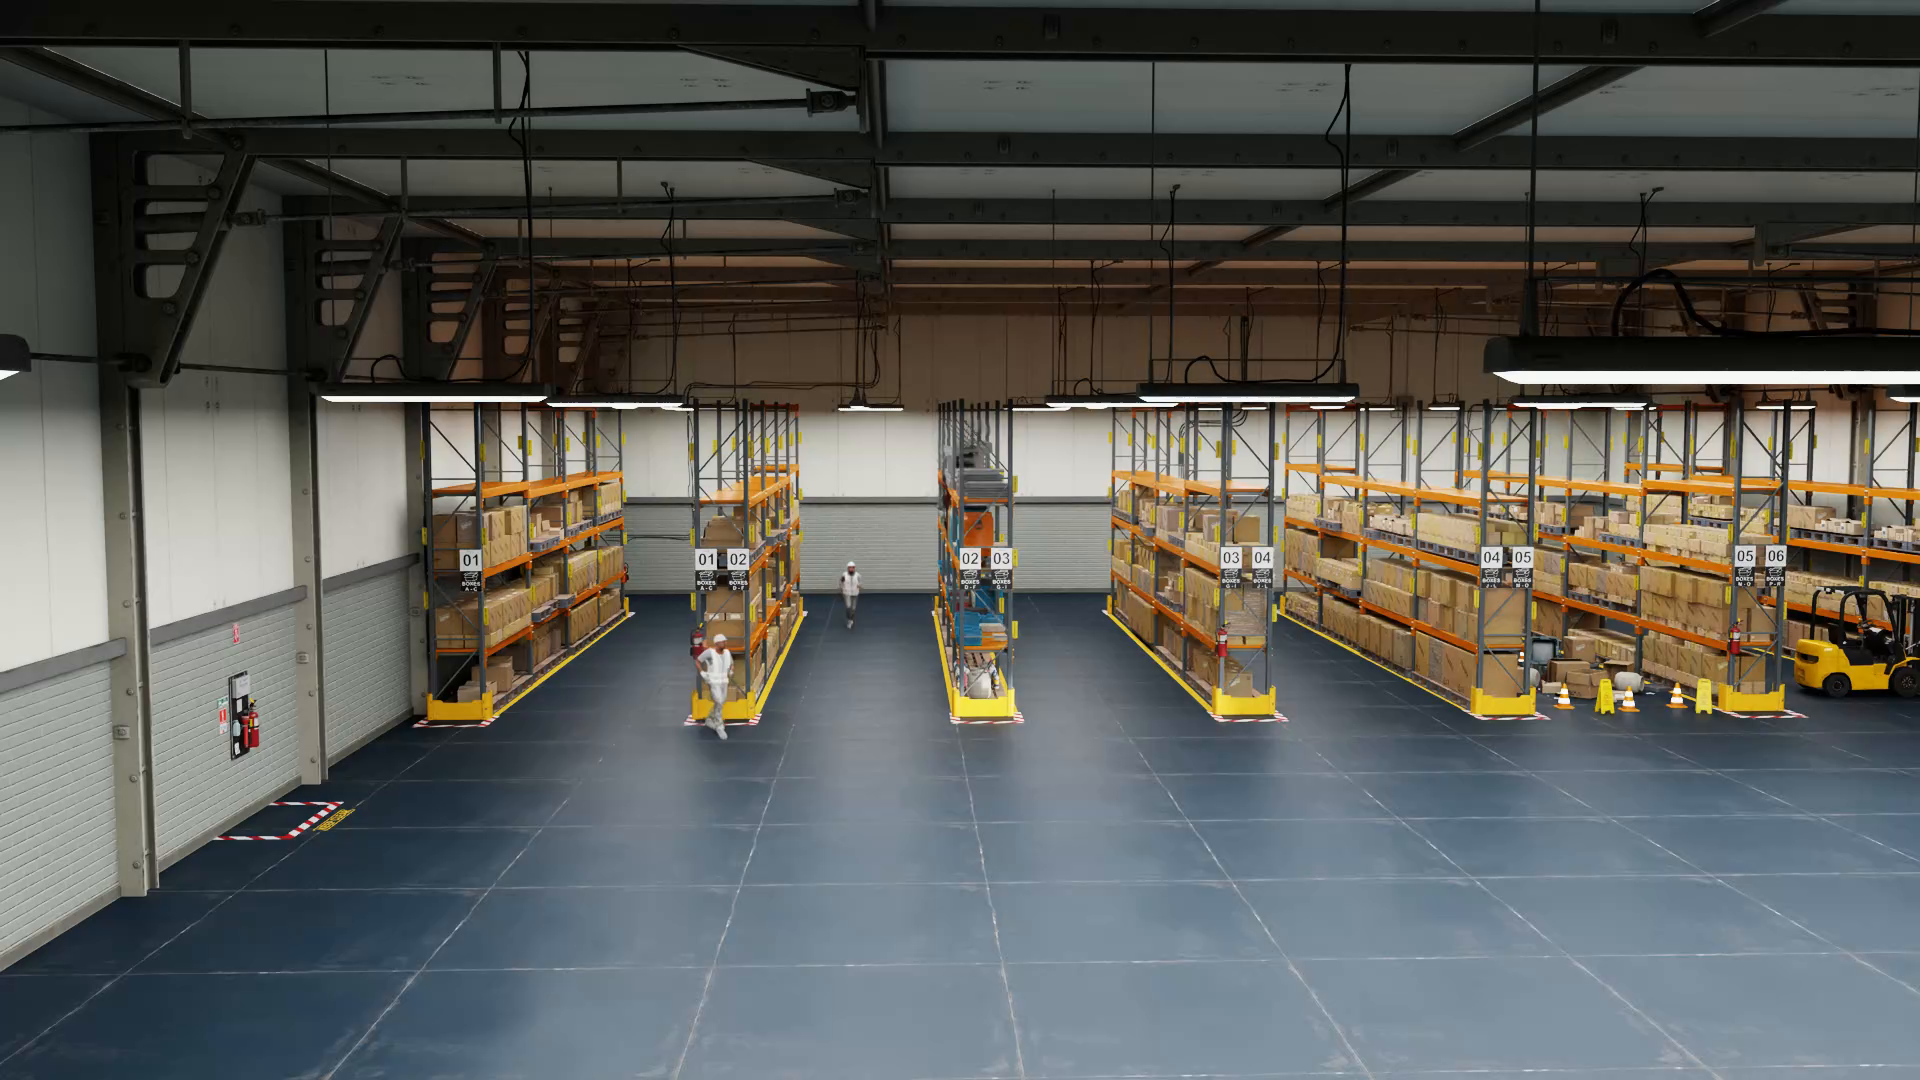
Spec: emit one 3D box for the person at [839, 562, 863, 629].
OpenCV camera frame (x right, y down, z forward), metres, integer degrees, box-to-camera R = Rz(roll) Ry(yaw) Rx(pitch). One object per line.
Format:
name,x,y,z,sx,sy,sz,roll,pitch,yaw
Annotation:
person,-2.912,1.478,44.565,0.587,1.812,0.870,-1,5,-17

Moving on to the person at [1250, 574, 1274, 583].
person,8.055,1.463,44.667,0.726,1.715,0.743,1,4,9

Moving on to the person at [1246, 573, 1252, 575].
person,8.230,1.232,47.862,0.711,1.740,0.662,3,5,34

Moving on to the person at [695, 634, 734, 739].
person,-4.292,2.581,29.692,0.913,1.810,0.688,4,6,42
